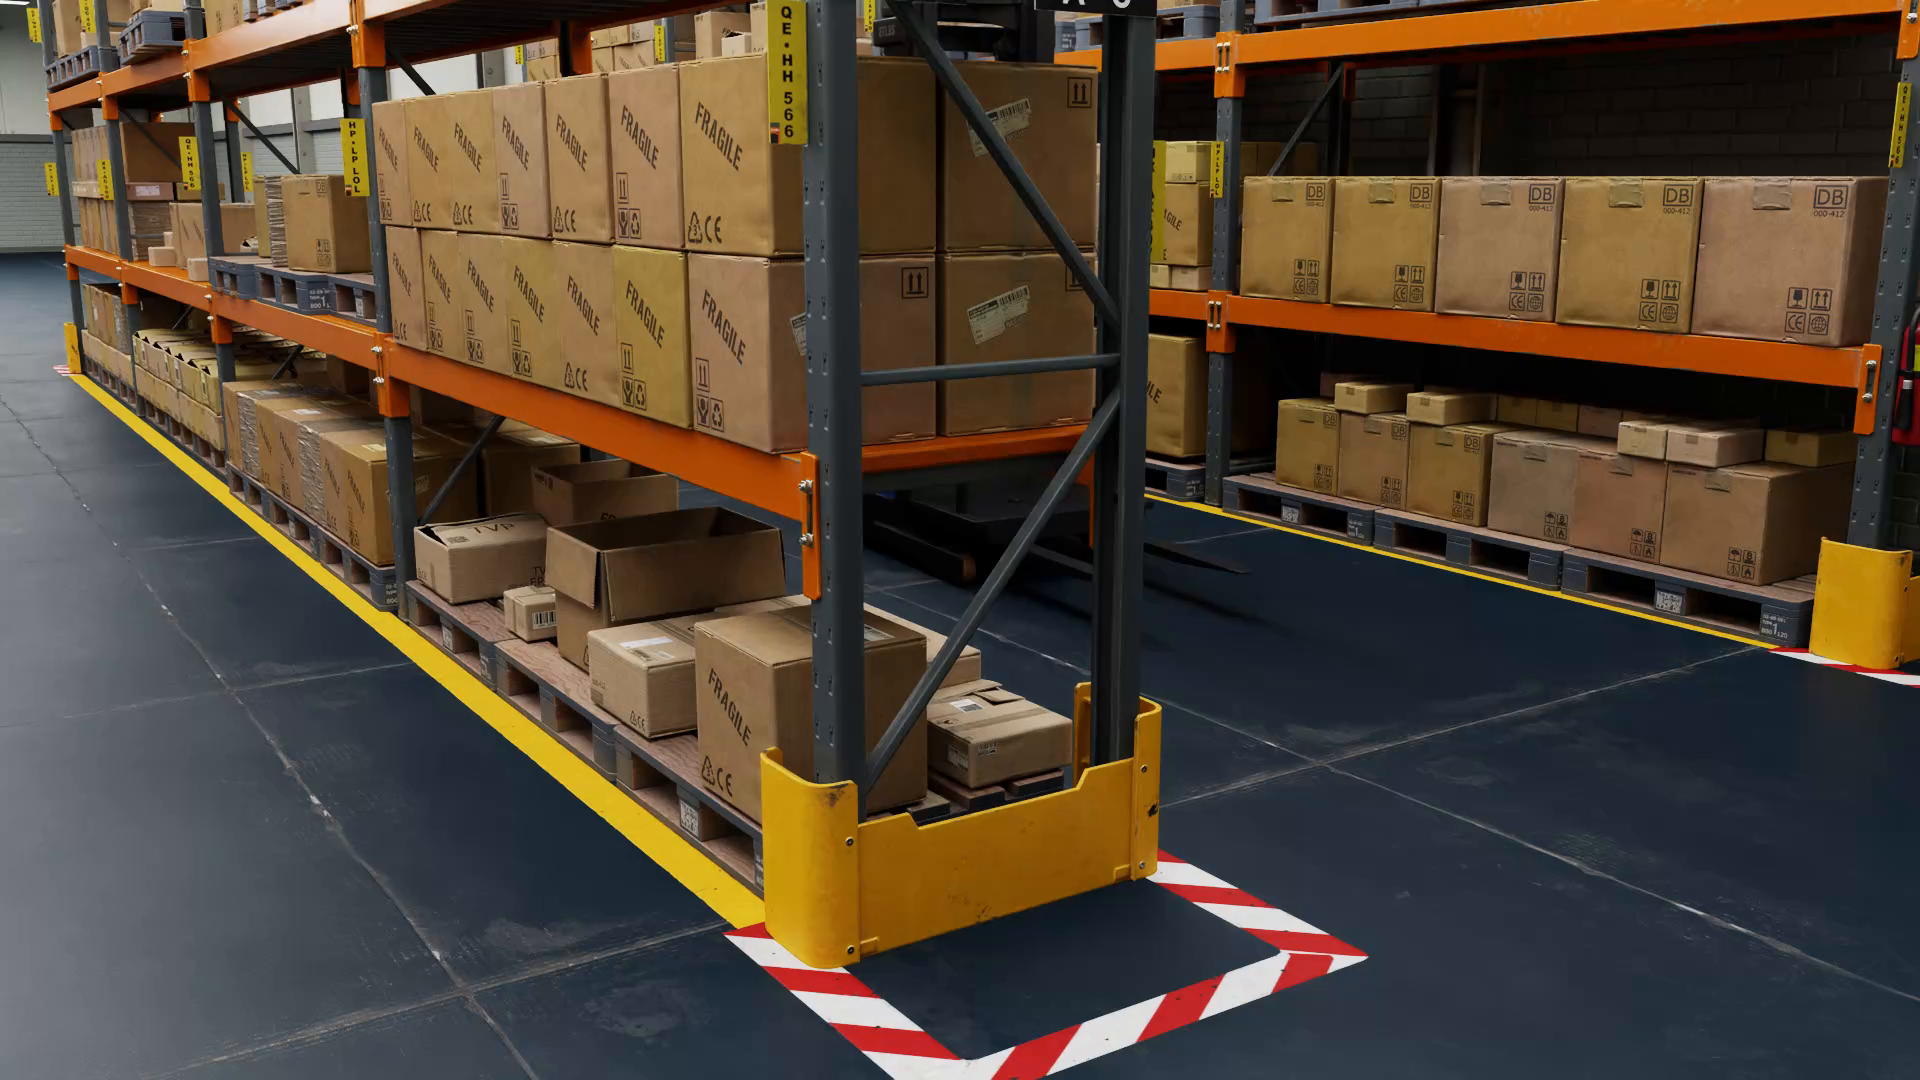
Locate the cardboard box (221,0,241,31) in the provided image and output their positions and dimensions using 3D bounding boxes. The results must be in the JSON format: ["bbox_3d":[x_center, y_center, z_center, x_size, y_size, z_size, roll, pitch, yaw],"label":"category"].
[{"bbox_3d":[-3.812,-3.210,9.765,0.910,0.500,0.500,-8,15,-33],"label":"cardboard box"}]

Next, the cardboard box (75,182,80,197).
[{"bbox_3d":[-8.610,-3.507,16.625,0.380,0.149,0.250,-9,15,-34],"label":"cardboard box"}]

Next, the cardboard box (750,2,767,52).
[{"bbox_3d":[-1.539,-4.552,14.918,0.500,0.500,0.500,-9,15,-35],"label":"cardboard box"}]

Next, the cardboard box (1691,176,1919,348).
[{"bbox_3d":[3.899,-1.261,7.403,0.980,0.700,0.700,-7,14,-30],"label":"cardboard box"}]

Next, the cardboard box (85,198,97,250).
[{"bbox_3d":[-8.253,-3.155,16.532,0.700,0.500,0.500,-8,14,-31],"label":"cardboard box"}]

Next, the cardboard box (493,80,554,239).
[{"bbox_3d":[-1.263,-1.294,5.685,0.500,0.500,0.500,-8,14,-31],"label":"cardboard box"}]

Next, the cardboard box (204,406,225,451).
[{"bbox_3d":[-4.859,-0.787,11.393,0.500,0.250,0.500,-8,15,-31],"label":"cardboard box"}]

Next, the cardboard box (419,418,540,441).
[{"bbox_3d":[-2.518,-0.351,8.768,0.500,0.500,0.500,-8,15,-32],"label":"cardboard box"}]

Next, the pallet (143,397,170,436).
[{"bbox_3d":[-6.140,-1.083,13.821,1.003,0.211,1.213,-8,15,-33],"label":"pallet"}]

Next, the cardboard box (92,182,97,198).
[{"bbox_3d":[-7.907,-3.280,15.588,0.380,0.149,0.250,-8,15,-32],"label":"cardboard box"}]

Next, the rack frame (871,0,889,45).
[{"bbox_3d":[-0.242,-5.378,12.891,1.000,3.000,0.127,-8,15,-33],"label":"rack frame"}]

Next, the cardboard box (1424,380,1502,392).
[{"bbox_3d":[2.828,-0.801,9.352,0.380,0.149,0.250,-9,15,-35],"label":"cardboard box"}]

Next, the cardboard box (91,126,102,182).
[{"bbox_3d":[-7.666,-3.600,15.533,0.700,0.500,0.500,-8,15,-33],"label":"cardboard box"}]

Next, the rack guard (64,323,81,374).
[{"bbox_3d":[-8.810,-2.066,17.640,1.175,0.500,0.348,-8,15,-33],"label":"rack guard"}]

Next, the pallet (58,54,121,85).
[{"bbox_3d":[-7.746,-4.359,15.461,1.003,0.211,1.213,-8,15,-33],"label":"pallet"}]

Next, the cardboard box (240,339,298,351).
[{"bbox_3d":[-5.274,-1.399,12.878,0.500,0.311,0.500,-8,15,-33],"label":"cardboard box"}]

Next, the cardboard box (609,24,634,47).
[{"bbox_3d":[-3.276,-5.325,17.048,0.500,0.500,0.500,-7,14,-30],"label":"cardboard box"}]

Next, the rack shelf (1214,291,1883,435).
[{"bbox_3d":[3.082,-1.029,8.729,1.077,0.370,4.000,-8,15,-33],"label":"rack shelf"}]

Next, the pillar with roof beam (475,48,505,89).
[{"bbox_3d":[-10.475,-7.336,21.846,9.100,9.000,0.400,-8,15,-33],"label":"pillar with roof beam"}]

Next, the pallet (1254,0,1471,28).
[{"bbox_3d":[2.419,-3.011,9.297,1.003,0.211,1.213,-8,15,-33],"label":"pallet"}]

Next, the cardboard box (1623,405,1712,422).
[{"bbox_3d":[3.535,-0.574,8.316,0.380,0.149,0.250,-8,15,-32],"label":"cardboard box"}]

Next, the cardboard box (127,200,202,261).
[{"bbox_3d":[-6.831,-2.699,14.448,0.700,0.500,0.500,-9,15,-34],"label":"cardboard box"}]

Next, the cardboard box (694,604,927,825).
[{"bbox_3d":[-0.438,0.501,4.871,0.500,0.500,0.500,-8,15,-33],"label":"cardboard box"}]

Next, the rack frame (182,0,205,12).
[{"bbox_3d":[-4.364,-4.791,10.207,1.000,3.000,0.127,-8,15,-33],"label":"rack frame"}]

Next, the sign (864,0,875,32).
[{"bbox_3d":[-0.695,-4.101,12.864,0.100,0.325,0.005,-8,15,-33],"label":"sign"}]

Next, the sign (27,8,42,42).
[{"bbox_3d":[-9.262,-5.150,16.636,0.100,0.325,0.005,-8,15,-33],"label":"sign"}]

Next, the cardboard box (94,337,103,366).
[{"bbox_3d":[-8.128,-1.846,16.235,0.500,0.250,0.500,-8,15,-33],"label":"cardboard box"}]

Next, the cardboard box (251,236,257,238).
[{"bbox_3d":[-4.698,-1.999,11.690,0.500,0.311,0.500,-8,15,-33],"label":"cardboard box"}]

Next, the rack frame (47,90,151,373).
[{"bbox_3d":[-8.796,-3.283,17.354,1.000,3.000,0.127,-8,15,-33],"label":"rack frame"}]

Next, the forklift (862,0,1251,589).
[{"bbox_3d":[0.308,-1.316,8.518,1.130,2.935,3.031,-7,14,-29],"label":"forklift"}]

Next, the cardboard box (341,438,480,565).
[{"bbox_3d":[-2.660,-0.197,8.061,0.500,0.500,0.500,-8,15,-33],"label":"cardboard box"}]

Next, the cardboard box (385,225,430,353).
[{"bbox_3d":[-2.092,-1.075,7.022,0.500,0.500,0.500,-8,14,-31],"label":"cardboard box"}]

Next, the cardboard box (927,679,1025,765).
[{"bbox_3d":[-0.016,0.572,5.327,0.380,0.166,0.250,-8,15,-33],"label":"cardboard box"}]

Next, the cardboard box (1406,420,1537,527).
[{"bbox_3d":[2.861,-0.394,9.008,0.700,0.500,0.500,-8,15,-31],"label":"cardboard box"}]

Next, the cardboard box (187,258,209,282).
[{"bbox_3d":[-5.092,-1.865,11.457,0.380,0.149,0.250,-8,15,-33],"label":"cardboard box"}]

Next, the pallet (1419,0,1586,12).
[{"bbox_3d":[3.090,-2.795,8.306,1.003,0.211,1.213,-8,15,-33],"label":"pallet"}]

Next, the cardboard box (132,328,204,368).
[{"bbox_3d":[-6.559,-1.605,13.819,0.500,0.311,0.500,-8,15,-33],"label":"cardboard box"}]

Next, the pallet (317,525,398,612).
[{"bbox_3d":[-2.630,0.073,8.534,1.003,0.211,1.213,-8,15,-33],"label":"pallet"}]

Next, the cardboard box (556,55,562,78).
[{"bbox_3d":[-4.139,-5.114,18.421,0.500,0.500,0.500,-7,14,-30],"label":"cardboard box"}]

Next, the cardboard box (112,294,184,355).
[{"bbox_3d":[-7.286,-1.947,14.941,0.500,0.500,0.500,-8,15,-33],"label":"cardboard box"}]

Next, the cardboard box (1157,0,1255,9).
[{"bbox_3d":[1.578,-3.635,10.676,0.700,0.500,0.500,-9,15,-36],"label":"cardboard box"}]

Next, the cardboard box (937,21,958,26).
[{"bbox_3d":[0.069,-4.099,12.798,0.700,0.500,0.500,-10,16,-37],"label":"cardboard box"}]

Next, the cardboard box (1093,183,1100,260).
[{"bbox_3d":[1.217,-2.082,10.883,0.500,0.500,0.500,-8,15,-32],"label":"cardboard box"}]

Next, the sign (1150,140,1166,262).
[{"bbox_3d":[0.520,-0.925,4.543,0.100,0.325,0.005,-8,15,-33],"label":"sign"}]

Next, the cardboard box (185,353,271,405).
[{"bbox_3d":[-5.153,-1.152,11.749,0.500,0.311,0.500,-8,15,-34],"label":"cardboard box"}]

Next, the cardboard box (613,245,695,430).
[{"bbox_3d":[-0.697,-0.626,4.968,0.500,0.500,0.500,-8,15,-32],"label":"cardboard box"}]

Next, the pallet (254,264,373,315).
[{"bbox_3d":[-3.283,-1.421,9.289,1.003,0.211,1.213,-8,15,-33],"label":"pallet"}]

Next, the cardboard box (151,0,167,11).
[{"bbox_3d":[-5.572,-3.822,12.163,0.500,0.250,0.500,-10,16,-38],"label":"cardboard box"}]

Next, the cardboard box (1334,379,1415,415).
[{"bbox_3d":[2.341,-0.809,9.391,0.380,0.149,0.250,-8,14,-31],"label":"cardboard box"}]

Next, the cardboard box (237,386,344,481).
[{"bbox_3d":[-4.055,-0.647,10.120,0.500,0.500,0.500,-9,15,-35],"label":"cardboard box"}]

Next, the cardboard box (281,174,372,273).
[{"bbox_3d":[-3.178,-1.710,8.943,0.500,0.500,0.700,11,16,41],"label":"cardboard box"}]

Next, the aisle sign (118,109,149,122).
[{"bbox_3d":[-8.588,-4.600,17.289,0.394,0.787,0.004,-8,15,-33],"label":"aisle sign"}]

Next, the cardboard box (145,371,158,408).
[{"bbox_3d":[-6.281,-1.242,13.471,0.500,0.250,0.500,-8,14,-31],"label":"cardboard box"}]

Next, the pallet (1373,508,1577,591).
[{"bbox_3d":[3.010,-0.012,8.923,1.003,0.211,1.213,-8,15,-33],"label":"pallet"}]

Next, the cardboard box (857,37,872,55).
[{"bbox_3d":[-0.866,-3.975,13.658,0.500,0.311,0.500,-8,15,-33],"label":"cardboard box"}]

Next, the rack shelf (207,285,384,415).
[{"bbox_3d":[-3.256,-1.153,9.298,1.077,0.370,4.000,-8,15,-33],"label":"rack shelf"}]
